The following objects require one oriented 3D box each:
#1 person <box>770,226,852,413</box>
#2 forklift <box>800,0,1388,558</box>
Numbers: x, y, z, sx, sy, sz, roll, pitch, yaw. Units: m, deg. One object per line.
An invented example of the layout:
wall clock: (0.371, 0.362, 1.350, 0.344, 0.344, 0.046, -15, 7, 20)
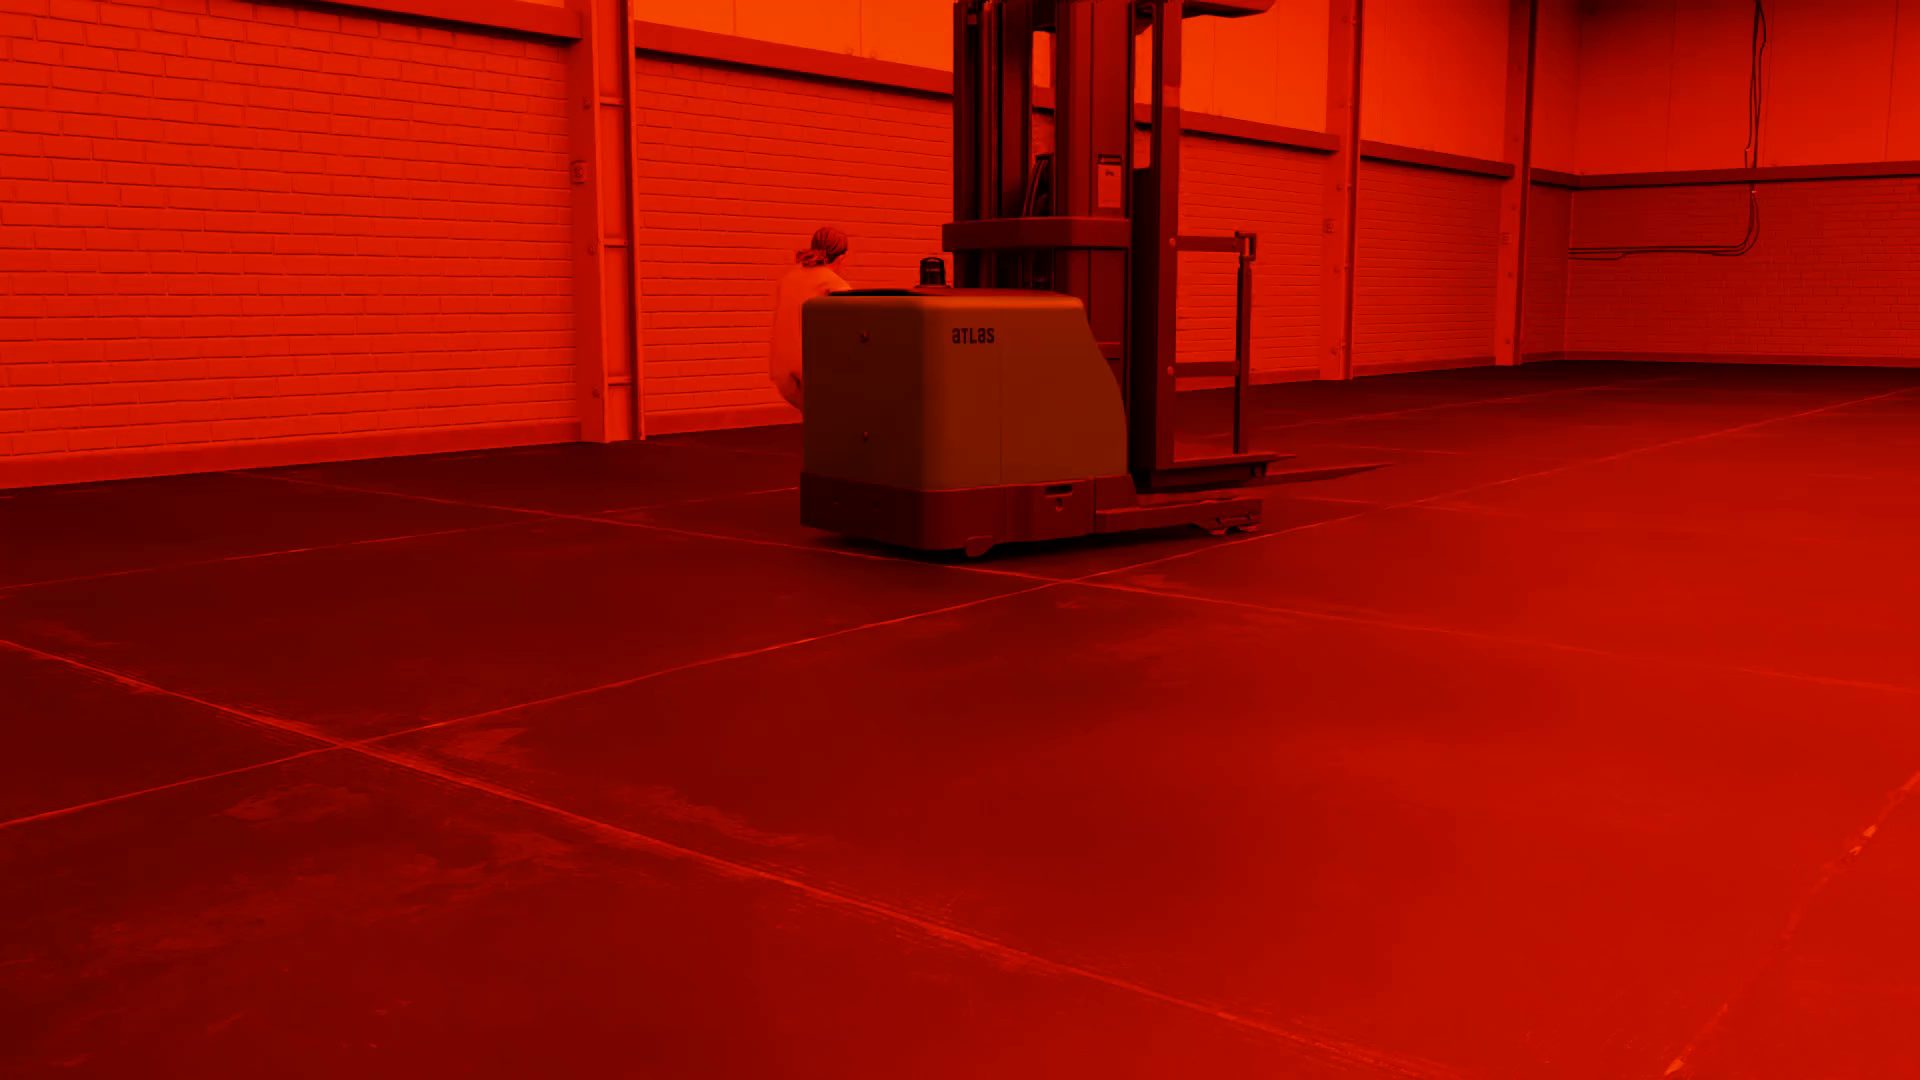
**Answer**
person: (-0.499, -0.863, 8.399, 1.087, 1.430, 0.845, 5, 10, 32)
forklift: (0.777, -1.524, 7.694, 3.031, 2.935, 1.130, -6, 10, -36)
